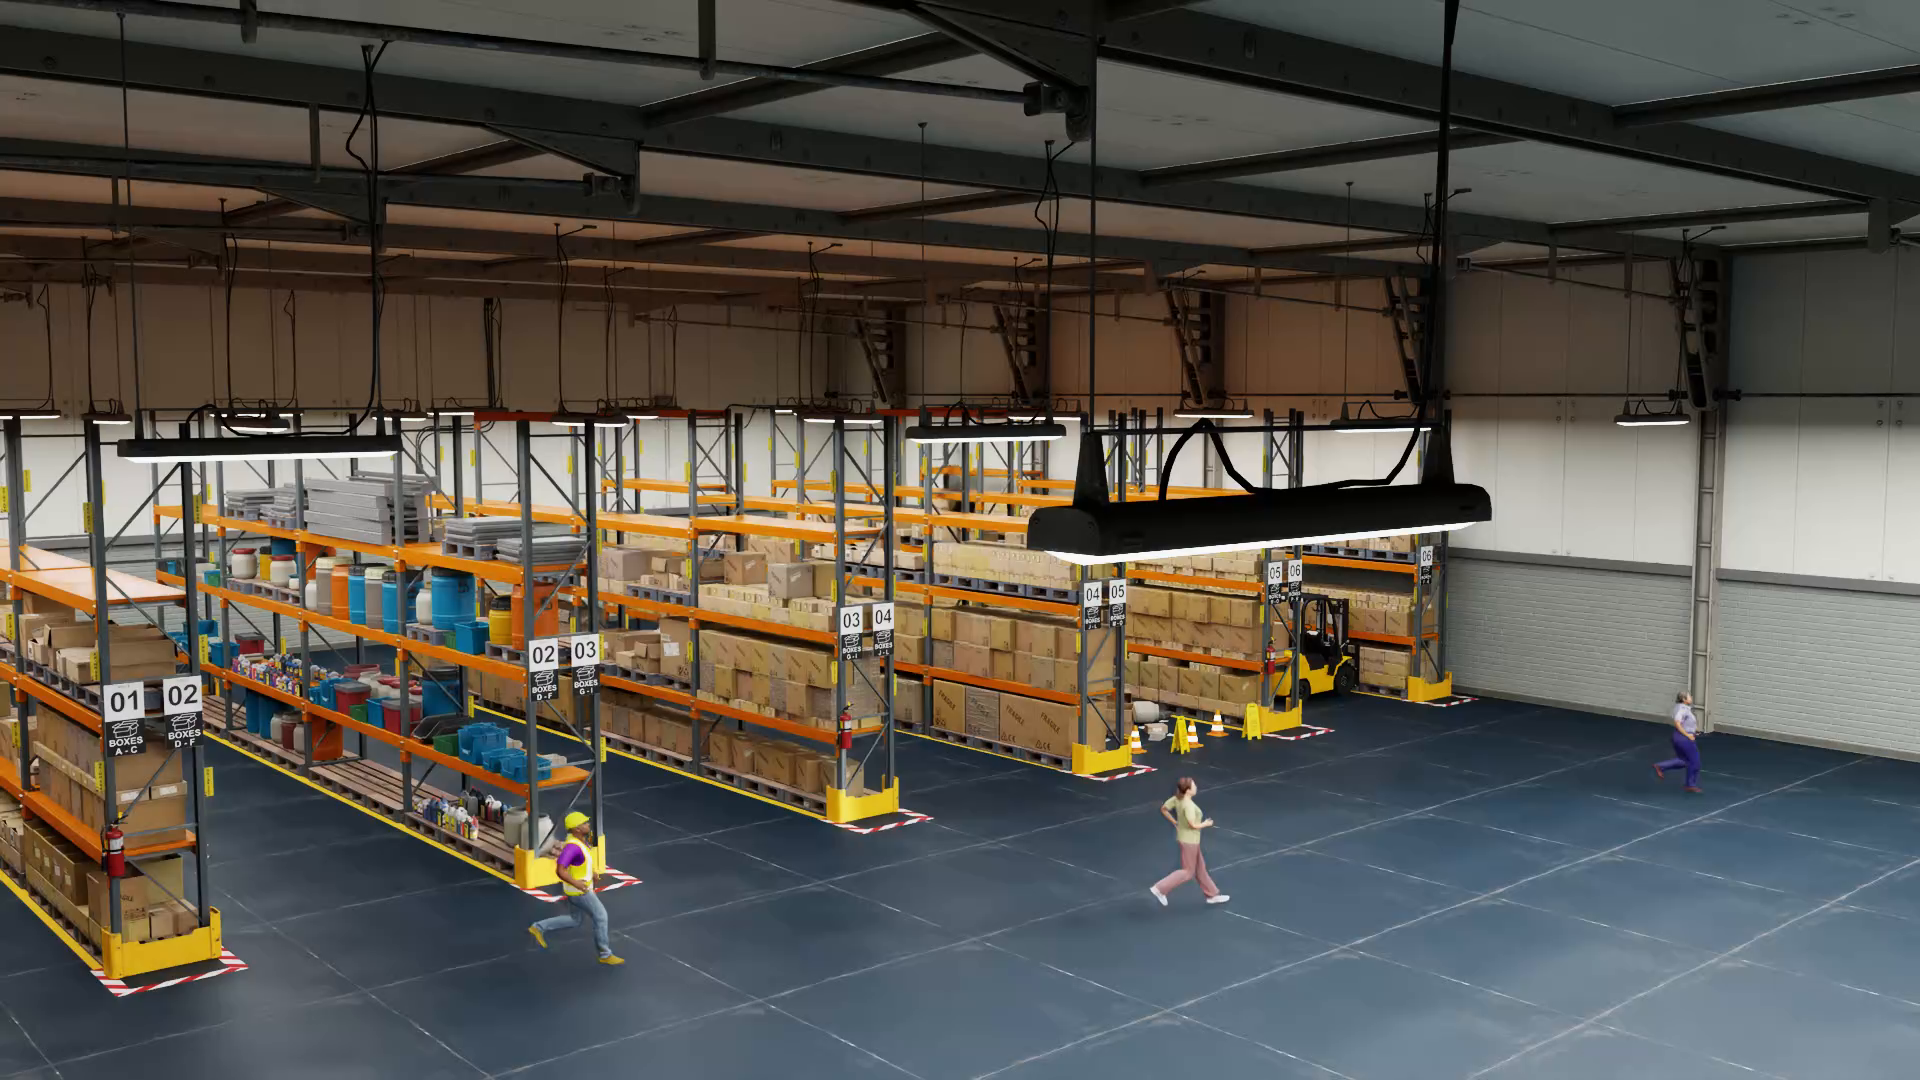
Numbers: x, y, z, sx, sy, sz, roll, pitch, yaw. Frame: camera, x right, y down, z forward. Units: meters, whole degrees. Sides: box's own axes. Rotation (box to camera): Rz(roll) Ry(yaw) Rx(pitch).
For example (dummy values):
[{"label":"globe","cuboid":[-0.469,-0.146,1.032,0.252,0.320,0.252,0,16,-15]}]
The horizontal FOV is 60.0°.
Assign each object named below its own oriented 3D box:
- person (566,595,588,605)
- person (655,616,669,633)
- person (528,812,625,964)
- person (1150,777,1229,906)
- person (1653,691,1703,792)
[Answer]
[{"label":"person","cuboid":[-9.279,1.941,40.238,0.715,1.743,0.603,1,5,13]},{"label":"person","cuboid":[-6.184,2.439,34.406,0.922,1.778,0.648,4,6,35]},{"label":"person","cuboid":[-4.254,3.870,18.402,1.040,1.753,0.677,-2,5,-18]},{"label":"person","cuboid":[2.822,3.686,20.350,1.076,1.611,0.588,-1,5,-13]},{"label":"person","cuboid":[11.497,3.216,26.530,0.724,1.624,0.607,1,5,12]}]
